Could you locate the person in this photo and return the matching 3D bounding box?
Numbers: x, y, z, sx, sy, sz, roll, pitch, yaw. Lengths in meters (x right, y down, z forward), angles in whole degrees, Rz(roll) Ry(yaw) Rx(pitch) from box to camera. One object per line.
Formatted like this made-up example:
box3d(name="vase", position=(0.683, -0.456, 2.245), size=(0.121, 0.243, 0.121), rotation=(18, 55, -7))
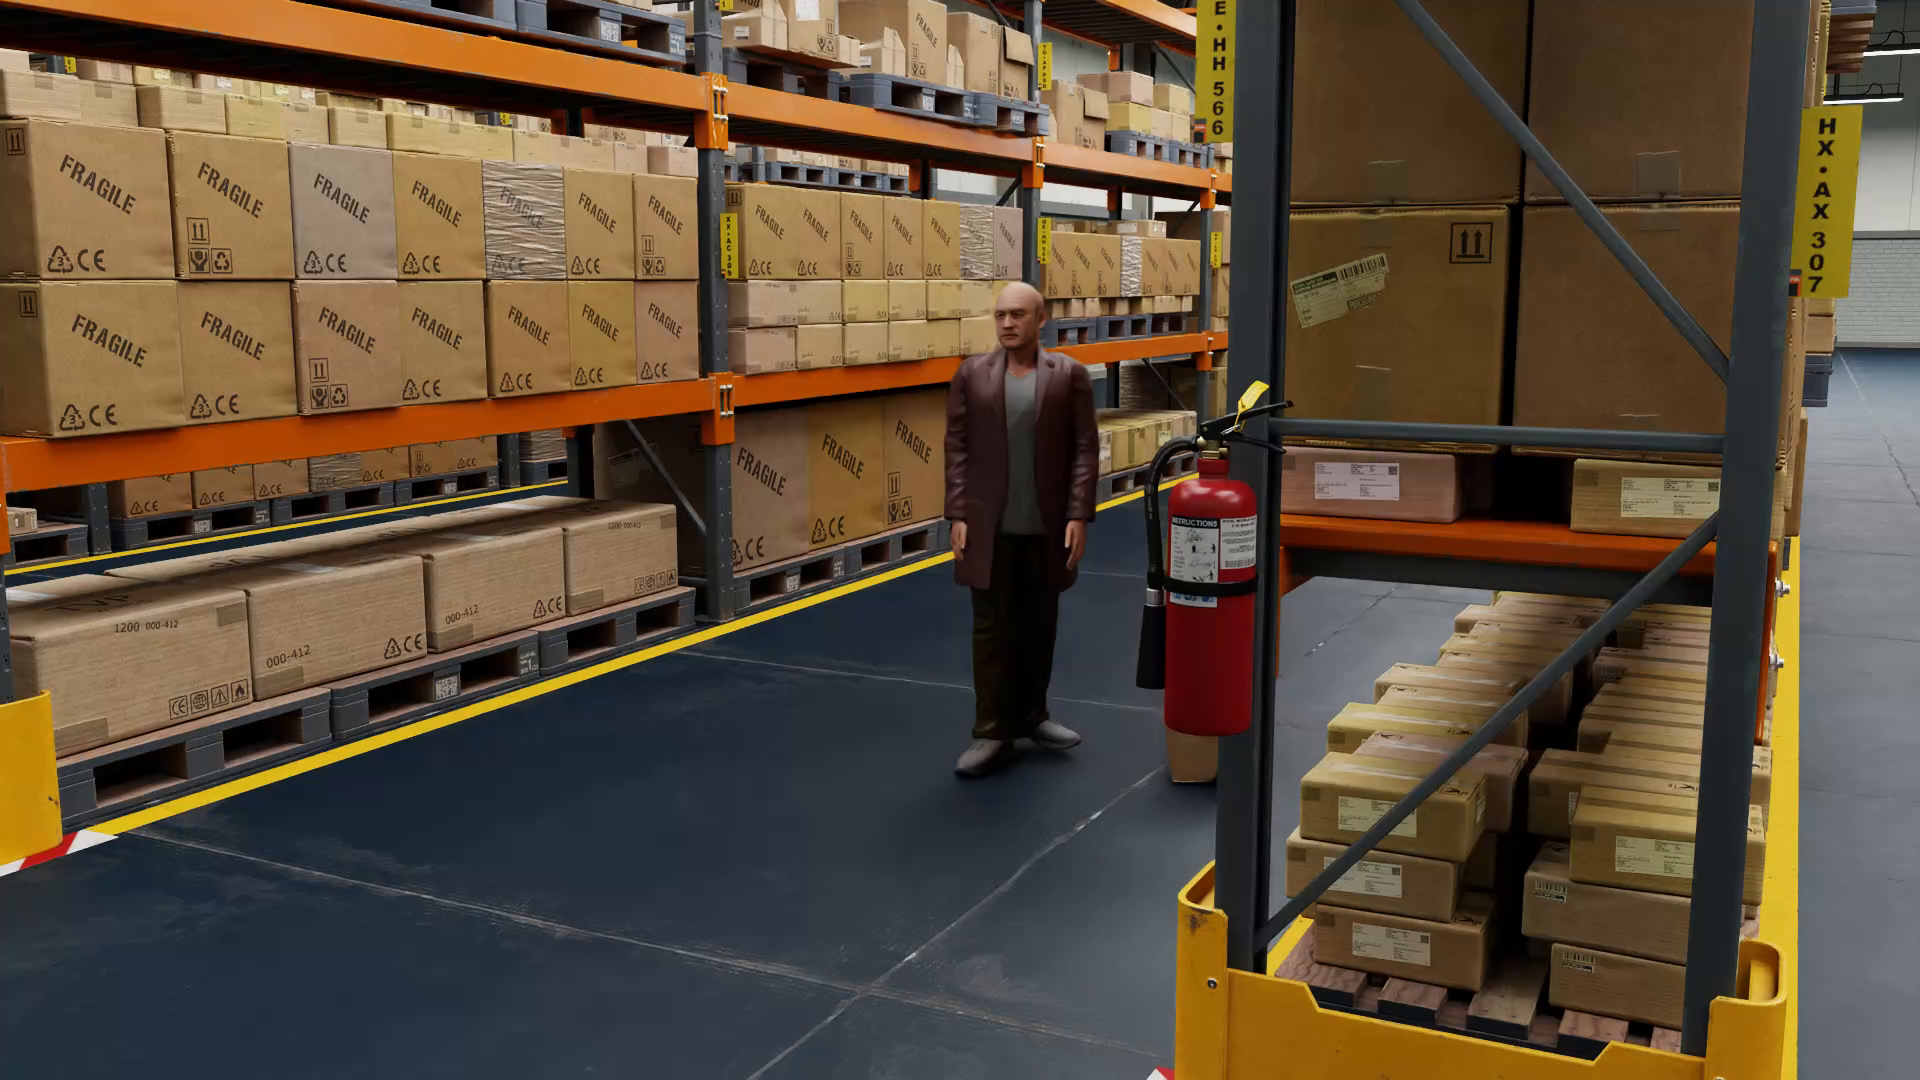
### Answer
box3d(name="person", position=(0.228, -0.055, 6.185), size=(0.574, 1.787, 0.544), rotation=(0, 9, -3))
